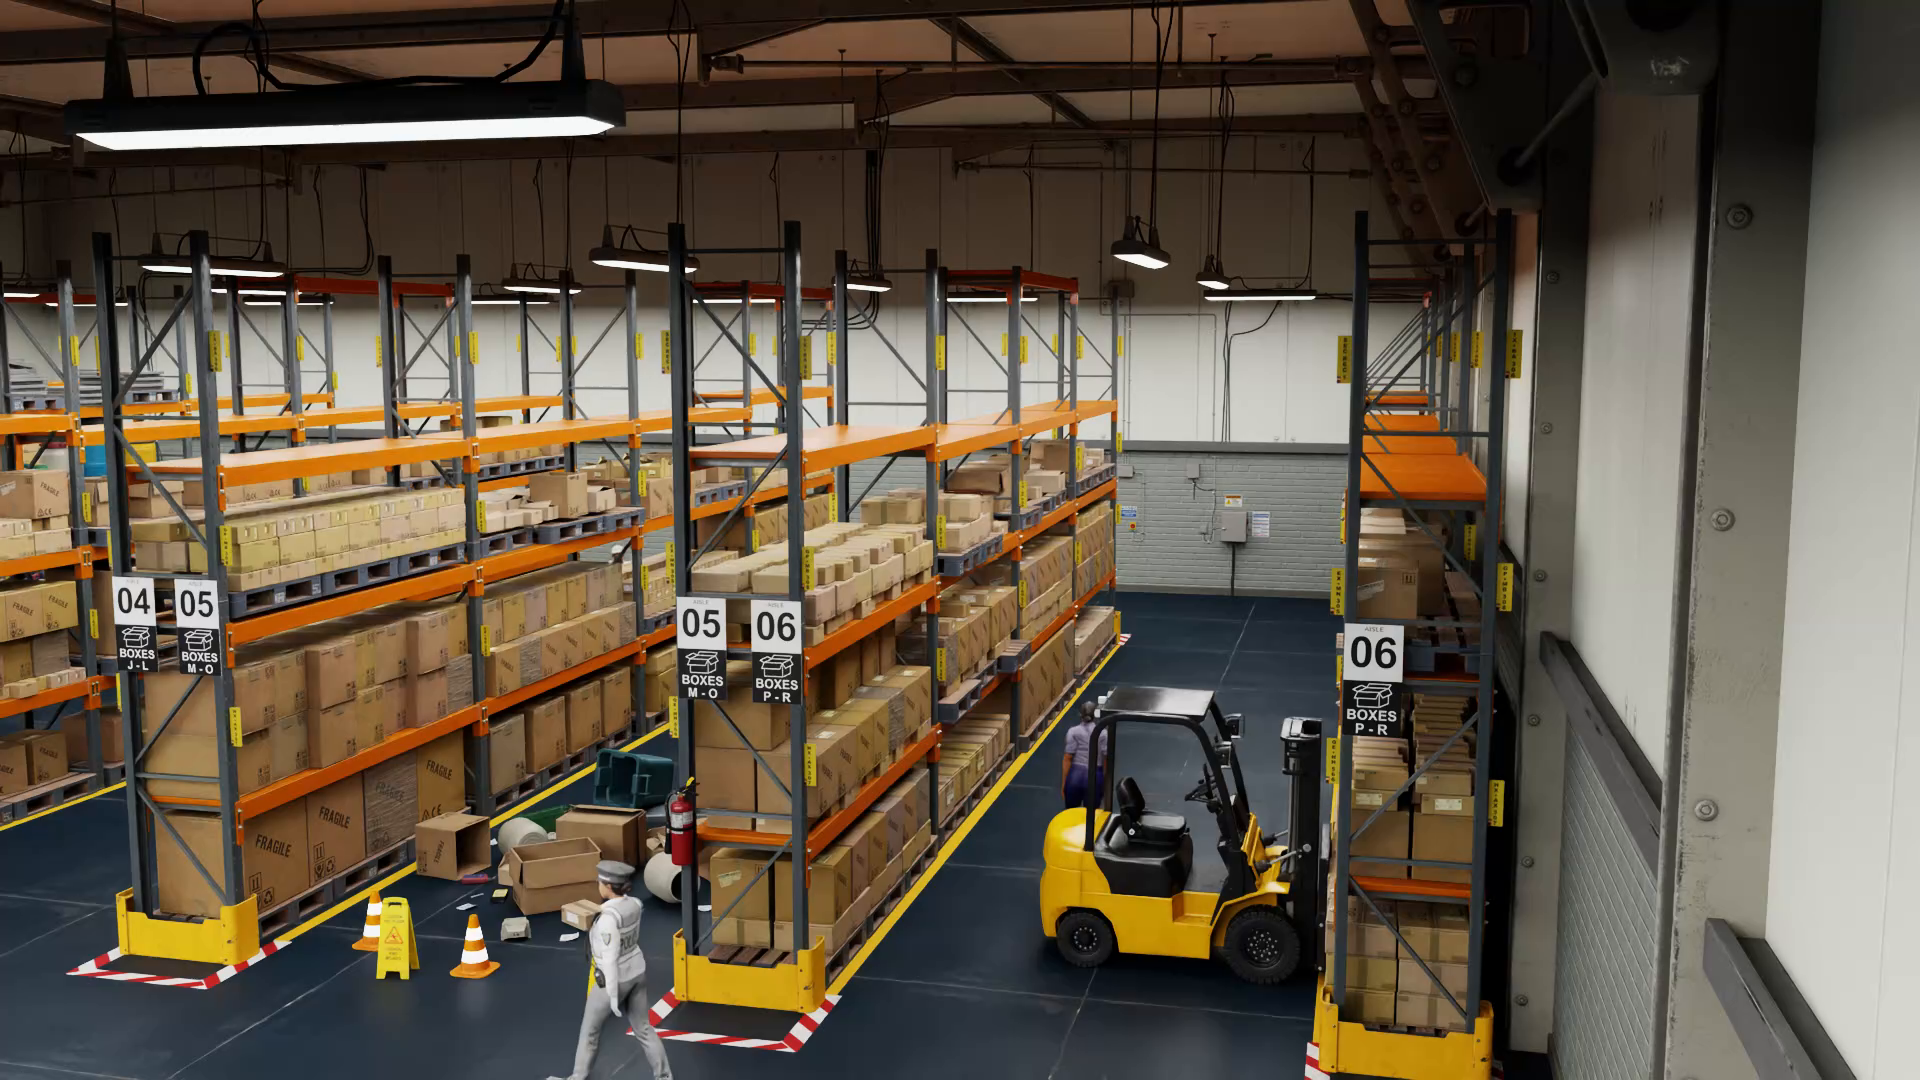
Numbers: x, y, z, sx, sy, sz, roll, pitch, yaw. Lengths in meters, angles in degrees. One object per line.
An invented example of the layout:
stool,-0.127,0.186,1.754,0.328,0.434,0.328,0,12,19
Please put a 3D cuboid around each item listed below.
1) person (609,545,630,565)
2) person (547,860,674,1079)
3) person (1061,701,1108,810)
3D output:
person,-5.711,0.934,27.615,0.566,1.704,1.077,2,7,16
person,-2.359,2.981,11.292,0.866,1.632,0.492,3,8,25
person,1.231,2.415,16.212,0.501,1.695,0.606,1,7,9
